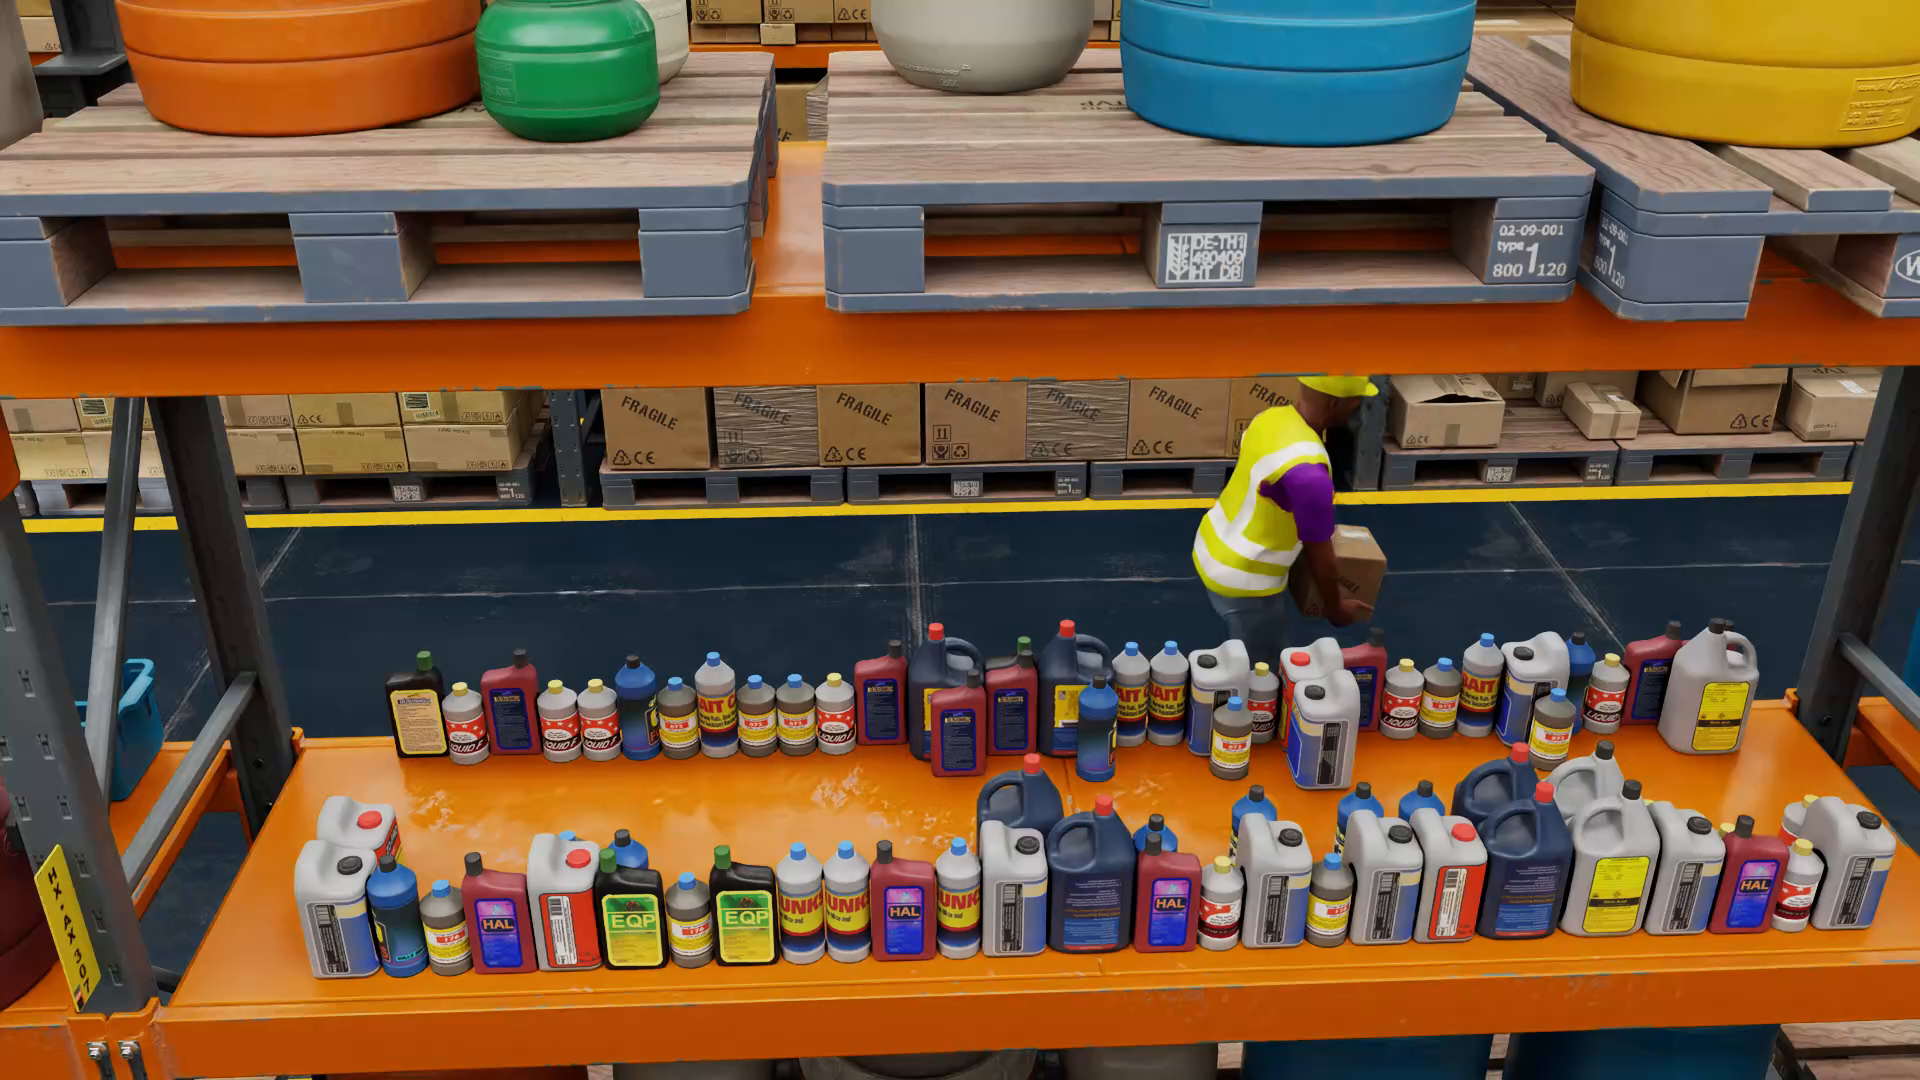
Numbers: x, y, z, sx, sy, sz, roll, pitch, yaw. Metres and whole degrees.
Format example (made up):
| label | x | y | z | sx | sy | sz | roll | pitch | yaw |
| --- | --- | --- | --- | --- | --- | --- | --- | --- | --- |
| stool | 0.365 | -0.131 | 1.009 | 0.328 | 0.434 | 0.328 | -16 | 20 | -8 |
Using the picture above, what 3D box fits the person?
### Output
| label | x | y | z | sx | sy | sz | roll | pitch | yaw |
| --- | --- | --- | --- | --- | --- | --- | --- | --- | --- |
| person | 1.137 | 0.122 | 5.908 | 0.612 | 1.718 | 0.493 | -2 | 27 | -4 |
